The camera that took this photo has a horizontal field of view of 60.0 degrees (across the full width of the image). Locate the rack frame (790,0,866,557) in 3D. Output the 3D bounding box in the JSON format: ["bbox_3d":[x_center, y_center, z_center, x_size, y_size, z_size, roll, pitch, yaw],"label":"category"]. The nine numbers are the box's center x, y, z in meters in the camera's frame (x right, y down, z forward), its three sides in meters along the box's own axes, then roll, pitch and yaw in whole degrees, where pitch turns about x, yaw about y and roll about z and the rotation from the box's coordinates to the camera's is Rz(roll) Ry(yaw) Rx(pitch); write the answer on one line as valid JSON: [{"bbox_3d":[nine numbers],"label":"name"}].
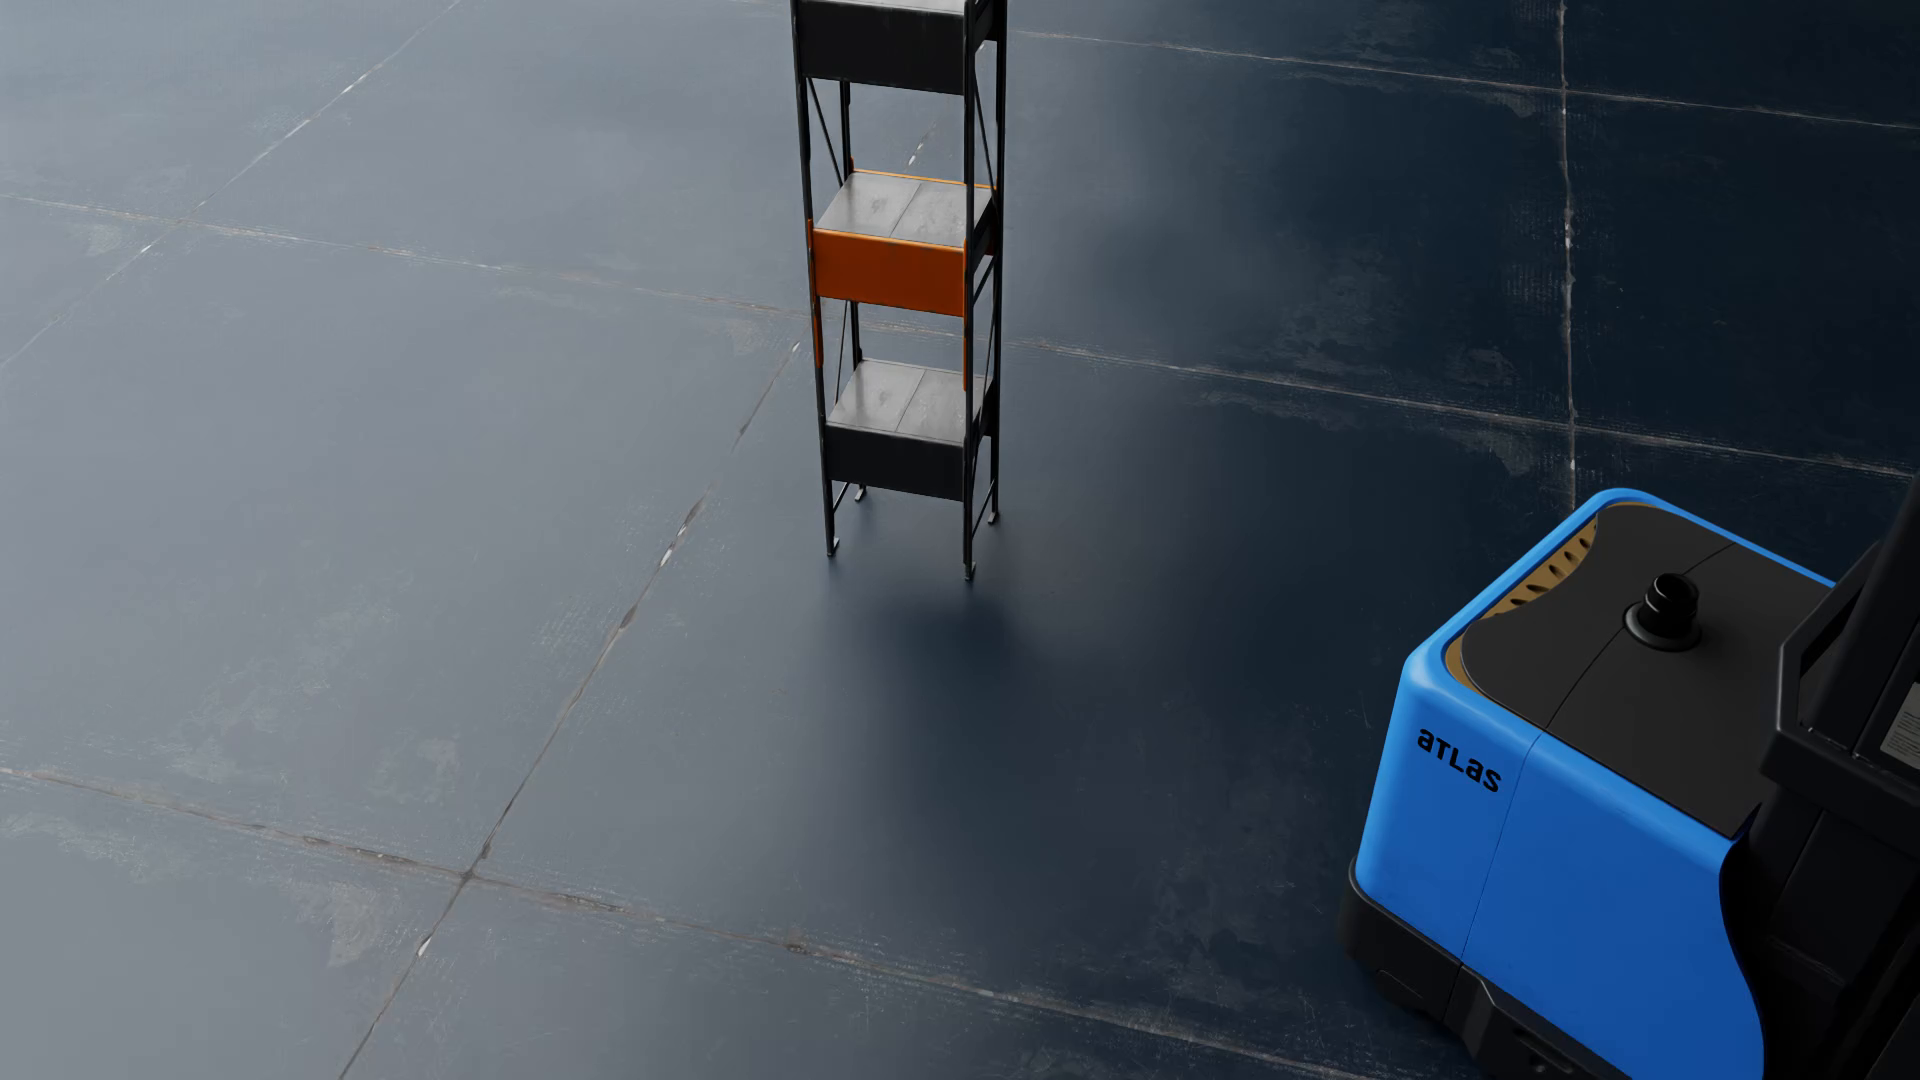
[{"bbox_3d":[-0.396,-0.872,5.156,0.015,2.100,0.400,10,41,11],"label":"rack frame"}]

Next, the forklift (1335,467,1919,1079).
[{"bbox_3d":[2.385,0.433,2.955,1.130,2.935,3.031,-32,50,-33],"label":"forklift"}]

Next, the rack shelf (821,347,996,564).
[{"bbox_3d":[-0.160,-0.285,5.566,0.480,0.518,0.431,10,41,11],"label":"rack shelf"}]

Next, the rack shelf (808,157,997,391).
[{"bbox_3d":[-0.160,-0.821,5.116,0.480,0.518,0.431,10,41,11],"label":"rack shelf"}]

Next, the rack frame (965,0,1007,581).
[{"bbox_3d":[0.076,-0.791,5.059,0.015,2.100,0.400,10,41,11],"label":"rack frame"}]

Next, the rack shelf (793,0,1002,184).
[{"bbox_3d":[-0.160,-1.357,4.666,0.480,0.518,0.431,10,41,11],"label":"rack shelf"}]

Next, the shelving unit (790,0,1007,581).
[{"bbox_3d":[-0.160,-0.832,5.107,0.503,2.100,0.431,10,41,11],"label":"shelving unit"}]
